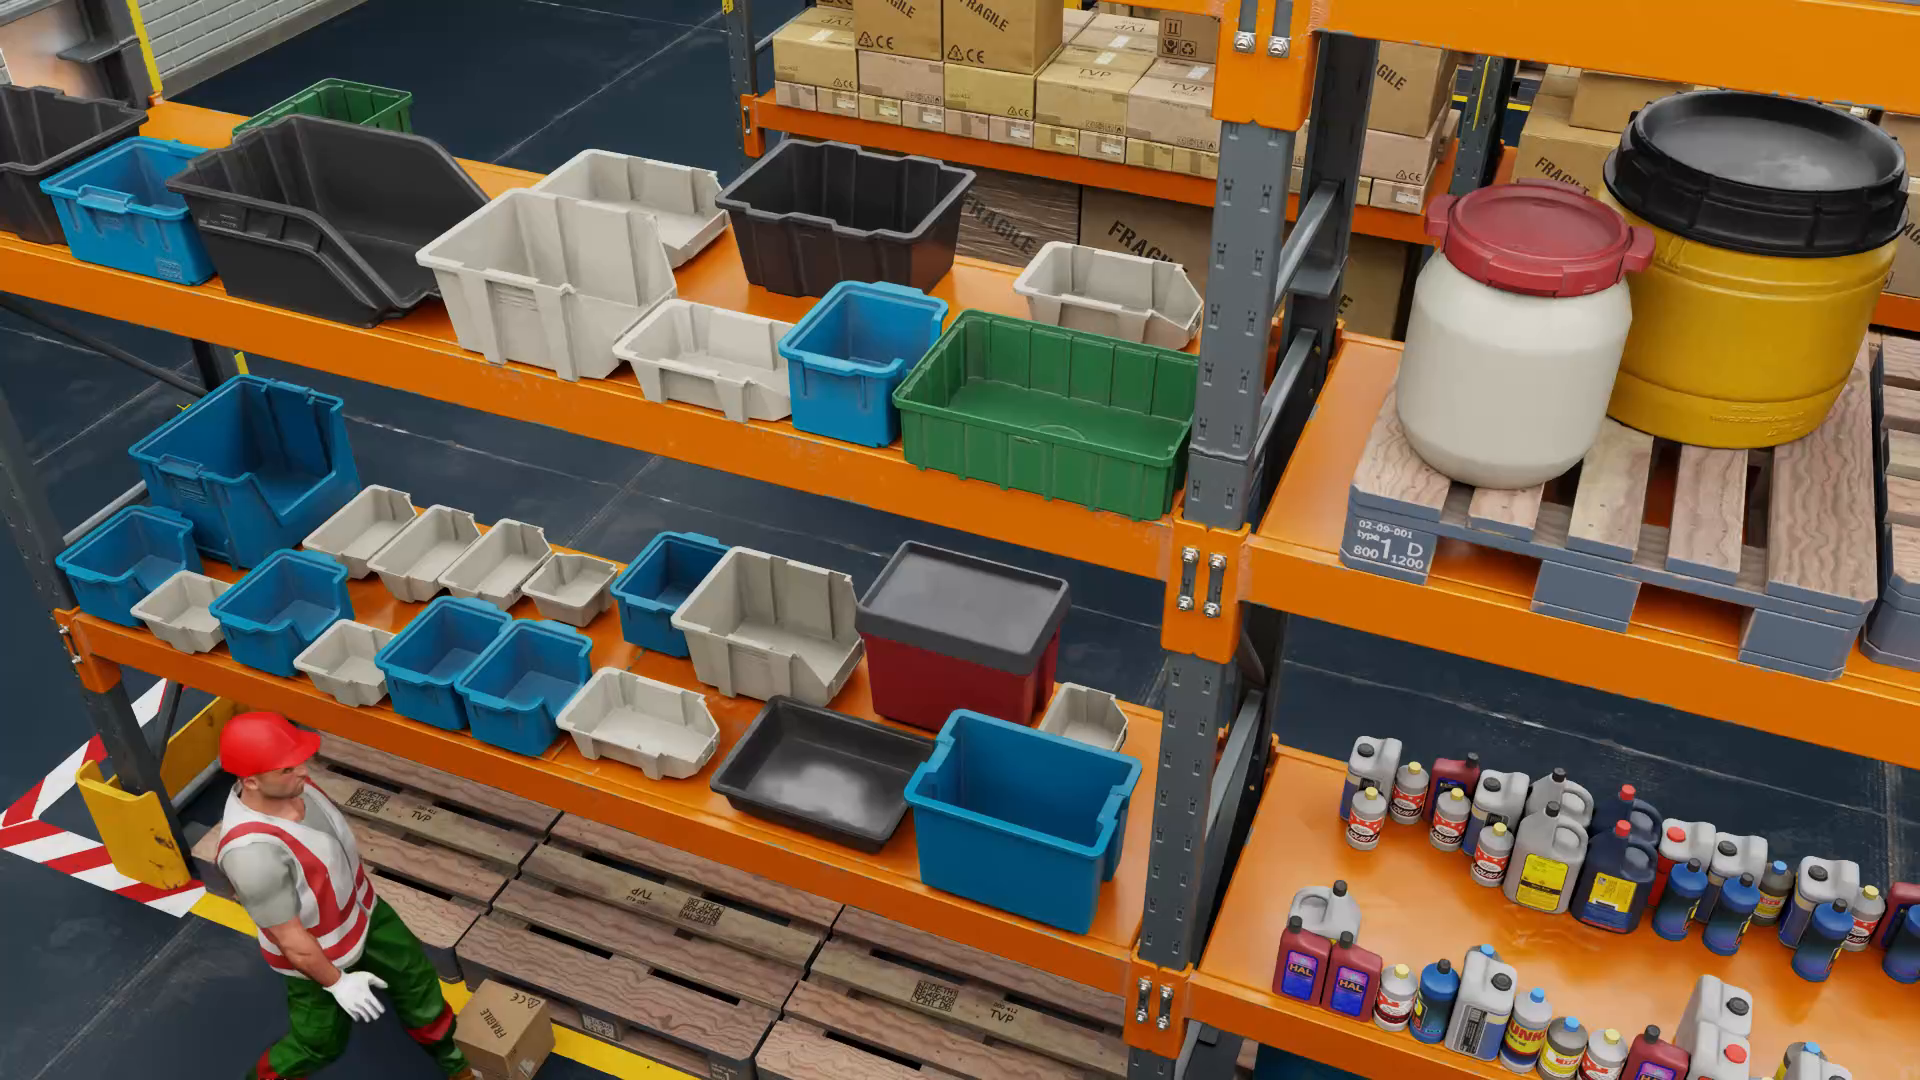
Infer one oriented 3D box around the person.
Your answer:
[{"bbox_3d":[-1.959,1.221,5.195,0.950,1.765,0.579,-2,37,-3],"label":"person"}]
